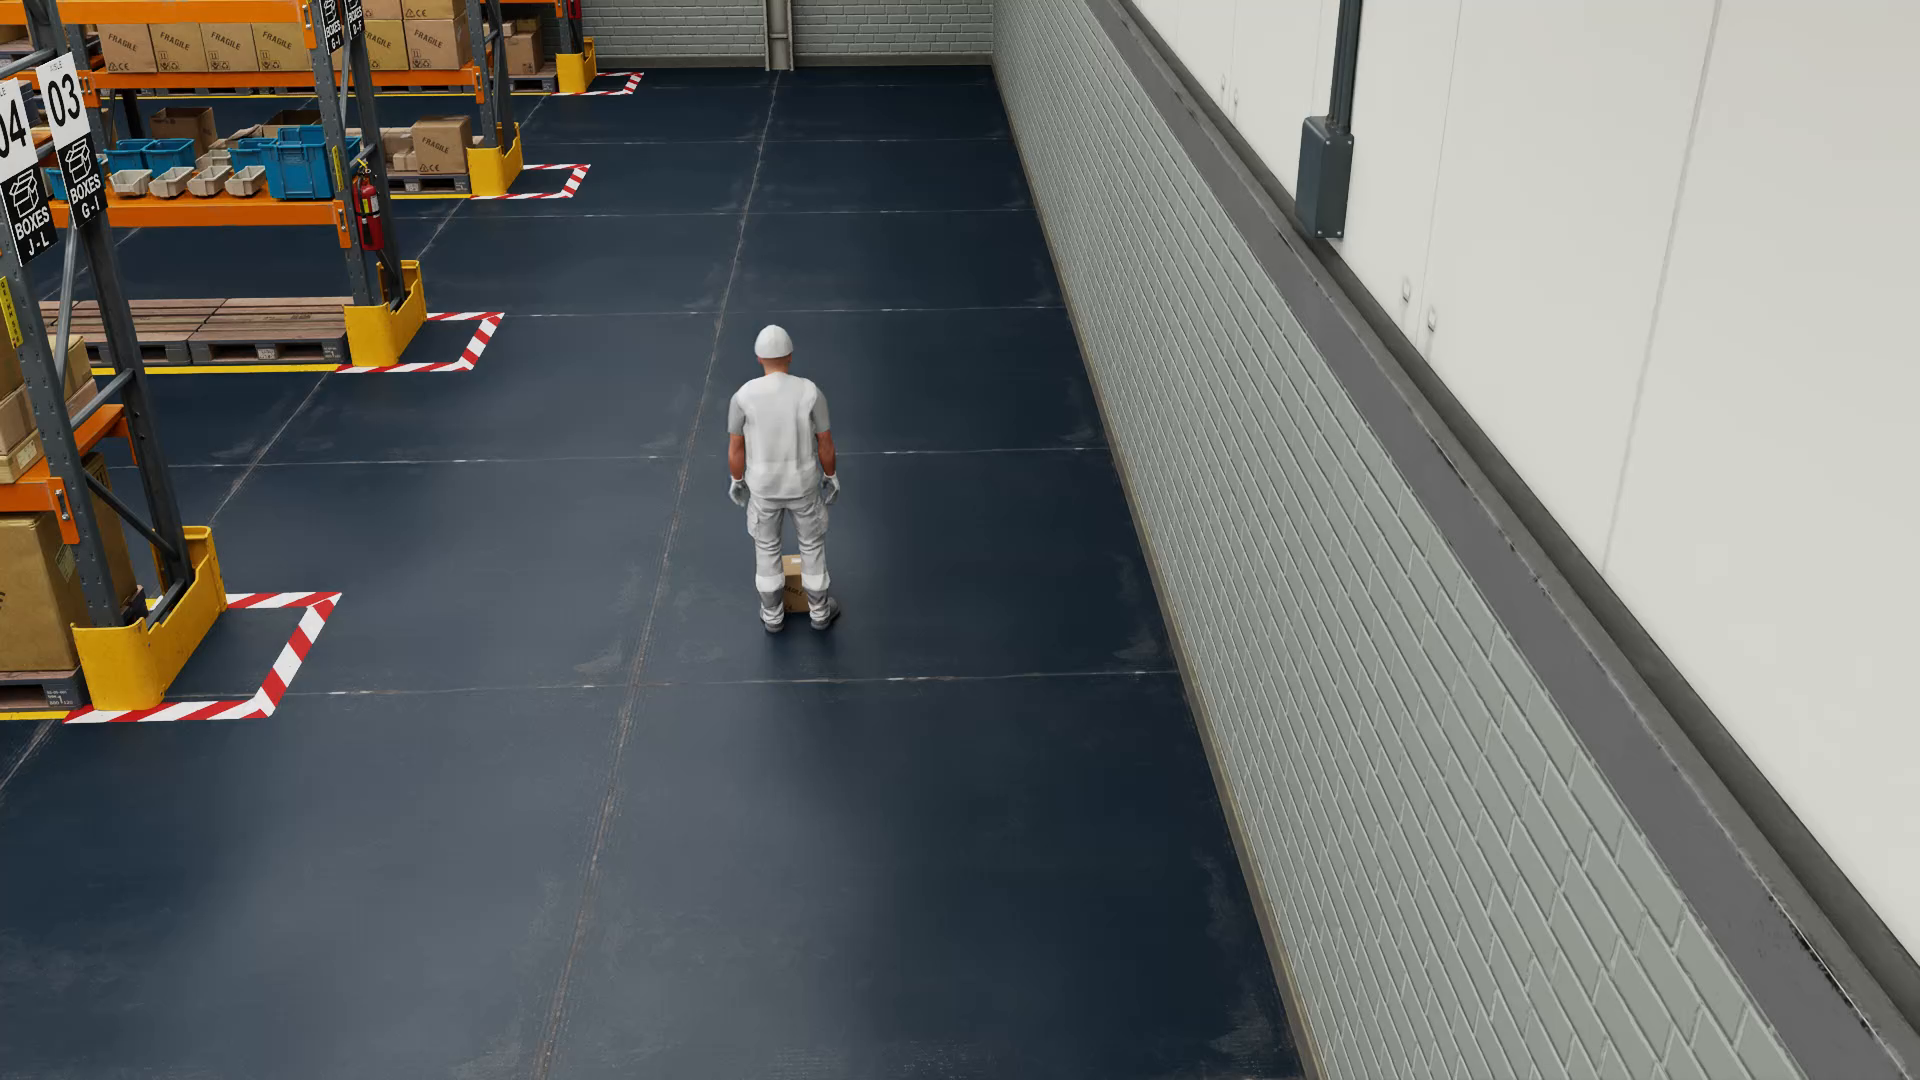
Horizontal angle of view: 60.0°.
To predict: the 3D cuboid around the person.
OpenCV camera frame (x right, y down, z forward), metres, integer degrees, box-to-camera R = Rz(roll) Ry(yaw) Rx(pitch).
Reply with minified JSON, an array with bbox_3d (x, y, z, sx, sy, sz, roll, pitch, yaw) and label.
[{"bbox_3d":[-0.971,-0.320,9.222,0.609,1.779,0.454,-2,27,-3],"label":"person"}]
